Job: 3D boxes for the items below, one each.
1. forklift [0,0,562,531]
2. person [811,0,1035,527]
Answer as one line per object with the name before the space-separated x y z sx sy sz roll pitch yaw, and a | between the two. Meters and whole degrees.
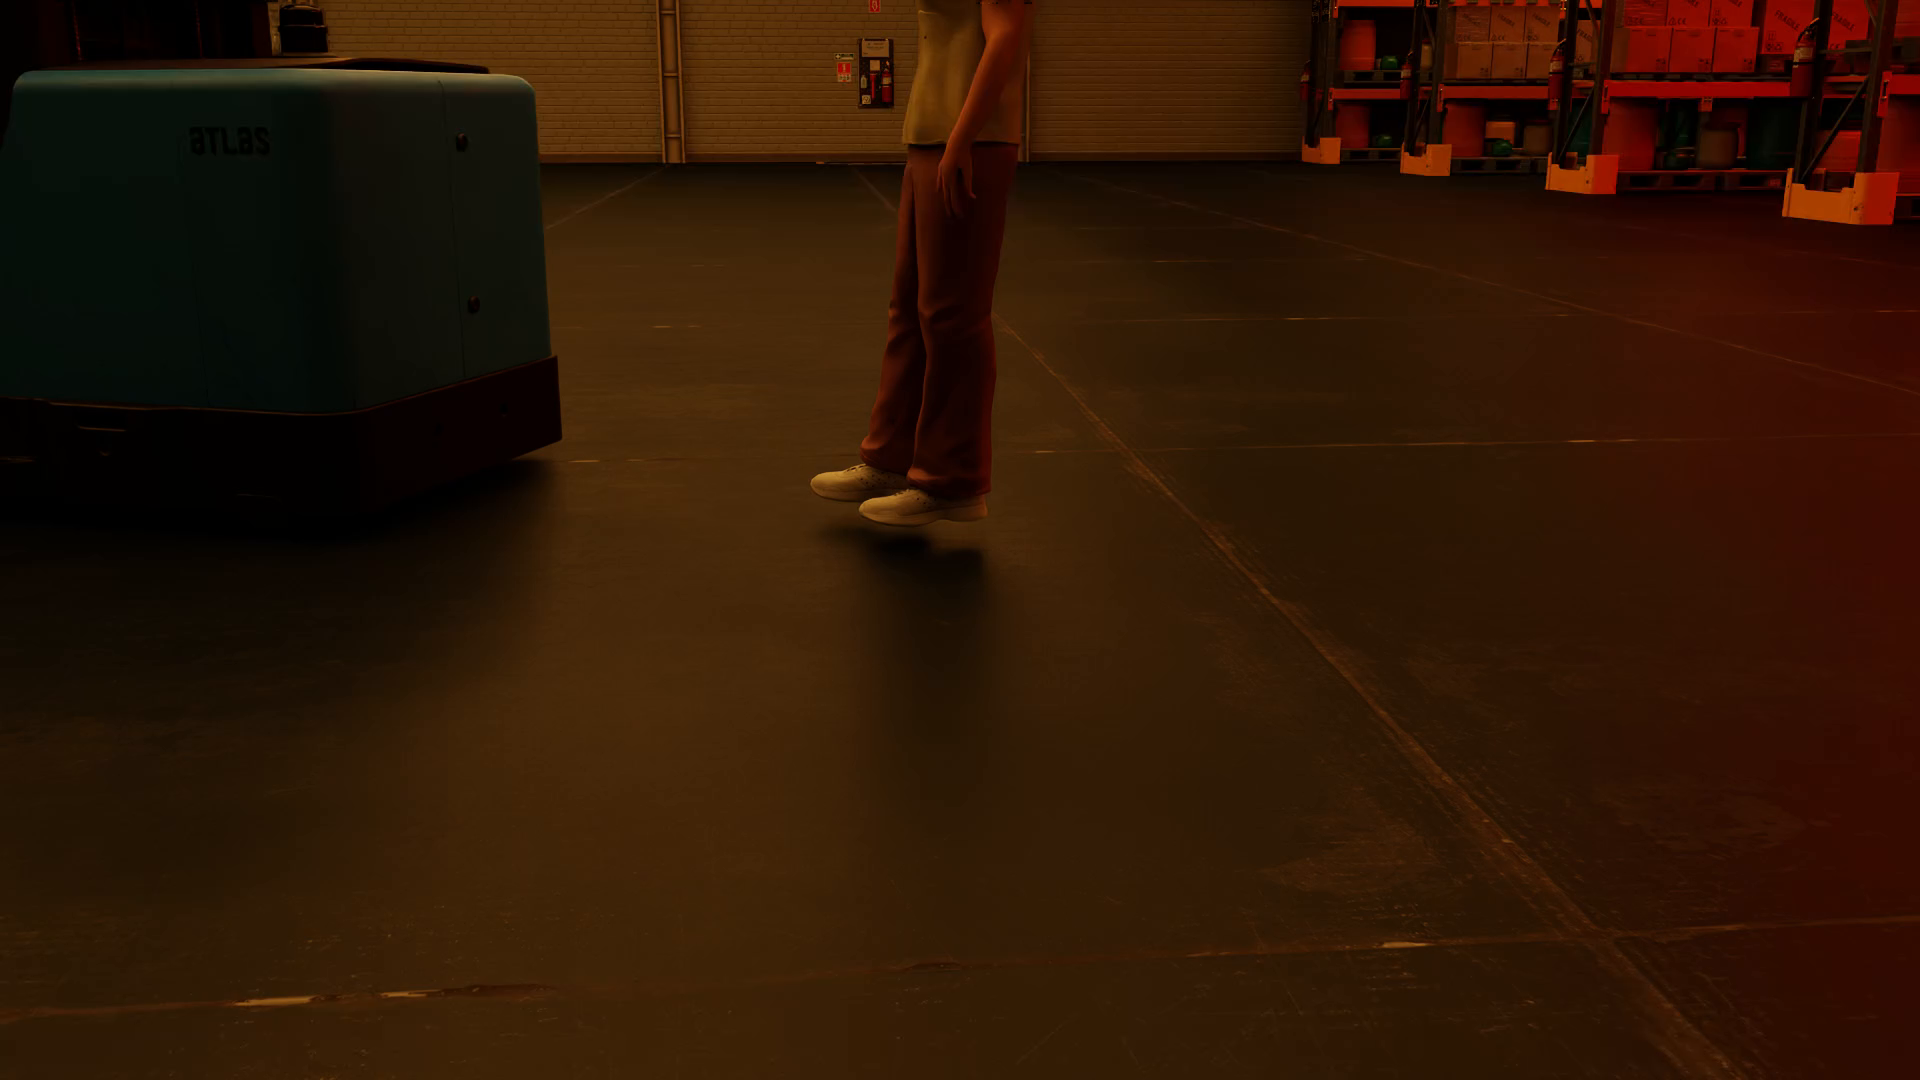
forklift | -2.712 -1.631 4.374 3.031 2.935 1.130 4 15 16
person | -0.074 -0.857 3.714 0.548 1.675 0.554 -1 15 -5
